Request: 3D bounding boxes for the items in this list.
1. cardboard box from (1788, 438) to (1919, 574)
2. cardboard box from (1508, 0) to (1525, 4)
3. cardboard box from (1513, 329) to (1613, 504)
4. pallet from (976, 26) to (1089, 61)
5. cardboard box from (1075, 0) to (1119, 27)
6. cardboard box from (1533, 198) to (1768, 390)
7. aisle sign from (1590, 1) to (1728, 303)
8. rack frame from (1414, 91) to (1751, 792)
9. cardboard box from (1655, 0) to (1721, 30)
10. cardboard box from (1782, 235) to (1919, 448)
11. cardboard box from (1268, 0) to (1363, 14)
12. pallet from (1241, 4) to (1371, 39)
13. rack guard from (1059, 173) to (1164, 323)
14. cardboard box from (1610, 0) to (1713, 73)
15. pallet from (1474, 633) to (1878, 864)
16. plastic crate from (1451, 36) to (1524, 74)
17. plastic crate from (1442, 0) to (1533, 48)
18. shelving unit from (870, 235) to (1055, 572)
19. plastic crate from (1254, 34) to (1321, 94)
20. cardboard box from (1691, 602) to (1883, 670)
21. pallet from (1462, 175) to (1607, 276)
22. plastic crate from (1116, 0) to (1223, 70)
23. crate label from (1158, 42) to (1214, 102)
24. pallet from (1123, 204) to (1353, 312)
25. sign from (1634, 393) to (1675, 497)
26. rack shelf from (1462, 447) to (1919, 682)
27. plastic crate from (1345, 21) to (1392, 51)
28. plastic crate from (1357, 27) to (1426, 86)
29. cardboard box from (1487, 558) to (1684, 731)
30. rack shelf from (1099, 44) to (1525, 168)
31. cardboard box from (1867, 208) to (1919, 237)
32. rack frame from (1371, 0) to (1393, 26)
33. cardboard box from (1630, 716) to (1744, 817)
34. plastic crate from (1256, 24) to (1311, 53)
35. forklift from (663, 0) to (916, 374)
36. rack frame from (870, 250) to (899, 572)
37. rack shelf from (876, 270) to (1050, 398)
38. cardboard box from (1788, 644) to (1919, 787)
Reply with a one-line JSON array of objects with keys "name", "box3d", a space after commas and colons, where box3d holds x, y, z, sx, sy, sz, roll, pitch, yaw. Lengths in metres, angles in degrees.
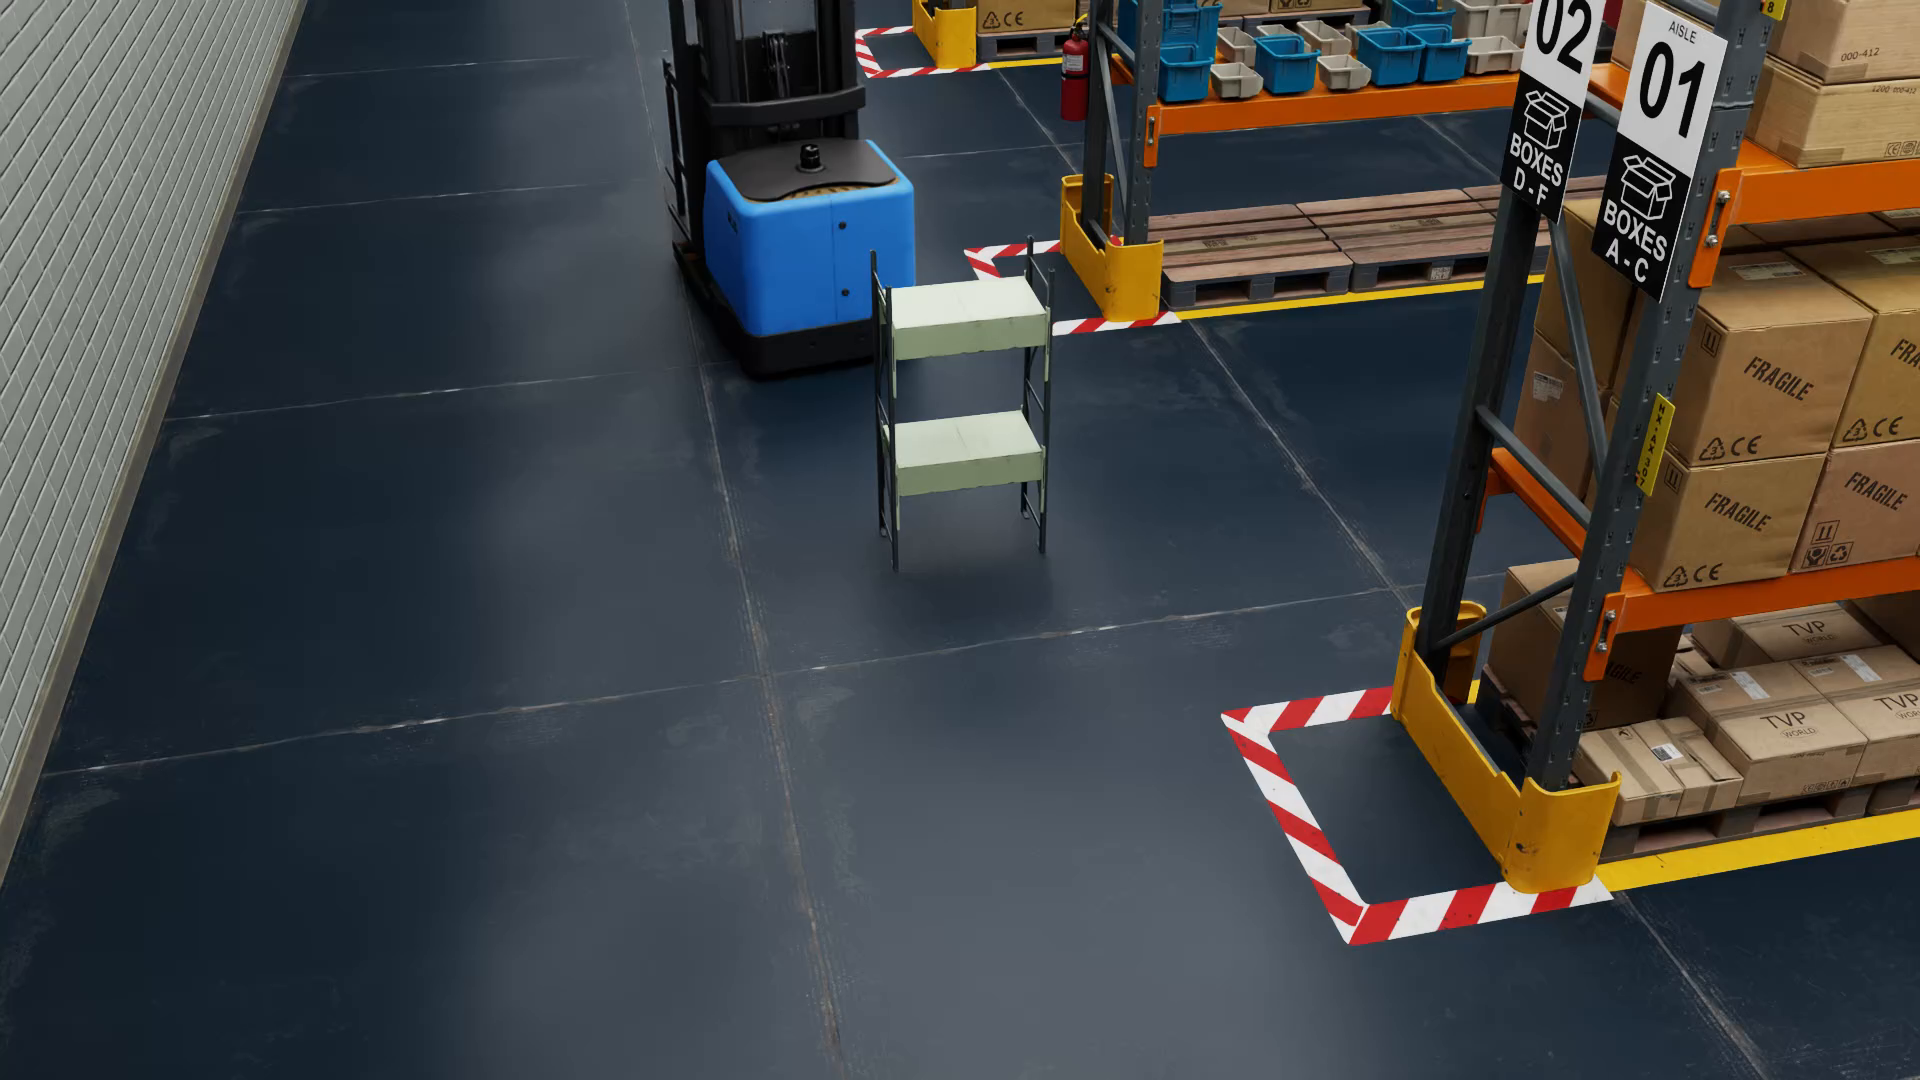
[{"name": "cardboard box", "box3d": [3.052, -0.253, 5.845, 0.500, 0.500, 0.500, -8, 35, -11]}, {"name": "cardboard box", "box3d": [5.270, -5.602, 15.436, 0.875, 0.875, 1.225, -8, 35, -12]}, {"name": "cardboard box", "box3d": [2.436, -0.478, 6.181, 0.500, 0.500, 0.500, -6, 34, -9]}, {"name": "pallet", "box3d": [0.640, -4.601, 14.917, 1.213, 0.211, 1.003, -7, 35, -11]}, {"name": "cardboard box", "box3d": [1.372, -5.145, 14.754, 0.875, 0.875, 0.875, -7, 35, -11]}, {"name": "cardboard box", "box3d": [2.433, -0.895, 5.904, 0.500, 0.500, 0.500, -7, 35, -11]}, {"name": "aisle sign", "box3d": [2.058, -1.145, 4.932, 0.004, 0.787, 0.394, -7, 35, -11]}, {"name": "rack frame", "box3d": [2.059, -0.234, 5.907, 0.127, 3.000, 1.000, -7, 35, -11]}, {"name": "cardboard box", "box3d": [2.504, -1.827, 5.274, 0.500, 0.250, 0.500, -7, 35, -11]}, {"name": "cardboard box", "box3d": [3.059, -0.670, 5.570, 0.500, 0.500, 0.500, -7, 34, -10]}, {"name": "cardboard box", "box3d": [3.118, -5.365, 15.082, 0.875, 0.875, 0.875, -7, 35, -11]}, {"name": "pallet", "box3d": [3.020, -4.901, 15.364, 1.213, 0.211, 1.003, -7, 35, -11]}, {"name": "rack guard", "box3d": [0.950, -1.879, 10.601, 0.348, 0.500, 1.175, -7, 35, -11]}, {"name": "cardboard box", "box3d": [2.502, -1.624, 5.420, 0.500, 0.250, 0.500, -7, 35, -11]}, {"name": "pallet", "box3d": [2.911, 0.816, 6.845, 1.213, 0.211, 1.003, -7, 35, -11]}, {"name": "plastic crate", "box3d": [3.240, -2.956, 10.146, 0.466, 0.136, 0.293, -7, 35, -11]}, {"name": "plastic crate", "box3d": [3.342, -3.306, 10.538, 0.530, 0.282, 0.437, -7, 35, -11]}, {"name": "shelving unit", "box3d": [0.007, -0.624, 7.833, 0.755, 1.500, 0.431, -7, 35, -11]}, {"name": "plastic crate", "box3d": [1.926, -2.814, 9.848, 0.300, 0.233, 0.416, -7, 35, -11]}, {"name": "cardboard box", "box3d": [3.469, 0.424, 6.999, 0.500, 0.250, 0.500, -7, 35, -11]}, {"name": "pallet", "box3d": [4.163, -2.149, 11.263, 1.213, 0.211, 1.003, -7, 35, -11]}, {"name": "plastic crate", "box3d": [1.256, -3.109, 10.105, 0.499, 0.435, 0.616, -7, 35, -11]}, {"name": "crate label", "box3d": [1.284, -2.733, 9.728, 0.303, 0.233, 0.416, -7, 35, -11]}, {"name": "pallet", "box3d": [1.783, -1.849, 10.816, 1.213, 0.211, 1.003, -7, 35, -11]}, {"name": "sign", "box3d": [2.179, -0.299, 5.226, 0.005, 0.325, 0.100, -7, 35, -11]}, {"name": "rack shelf", "box3d": [4.010, -0.181, 6.474, 4.000, 0.370, 1.077, -7, 35, -11]}, {"name": "plastic crate", "box3d": [2.562, -3.162, 10.453, 0.250, 0.136, 0.298, -7, 35, -11]}, {"name": "plastic crate", "box3d": [2.568, -2.895, 9.969, 0.300, 0.233, 0.416, -7, 35, -11]}, {"name": "cardboard box", "box3d": [2.535, 0.421, 6.780, 0.500, 0.500, 0.500, -7, 35, -11]}, {"name": "rack shelf", "box3d": [2.921, -2.874, 10.486, 4.000, 0.370, 1.077, -7, 35, -11]}, {"name": "cardboard box", "box3d": [3.430, -1.024, 6.096, 0.500, 0.500, 0.500, -6, 34, -9]}, {"name": "rack frame", "box3d": [3.779, -6.110, 14.663, 0.127, 3.000, 1.000, -7, 35, -11]}, {"name": "cardboard box", "box3d": [2.787, 0.864, 6.418, 0.250, 0.166, 0.380, -7, 35, -11]}, {"name": "plastic crate", "box3d": [2.012, -3.068, 10.313, 0.243, 0.136, 0.396, -7, 35, -11]}, {"name": "forklift", "box3d": [-1.240, -2.984, 10.067, 1.130, 2.935, 3.031, -12, 36, -17]}, {"name": "rack frame", "box3d": [-0.350, -0.579, 7.766, 0.023, 1.500, 0.400, -7, 35, -11]}, {"name": "rack shelf", "box3d": [0.007, -0.948, 7.616, 0.720, 0.370, 0.431, -7, 35, -11]}, {"name": "cardboard box", "box3d": [3.628, 0.690, 6.603, 0.500, 0.250, 0.500, -7, 35, -11]}]
